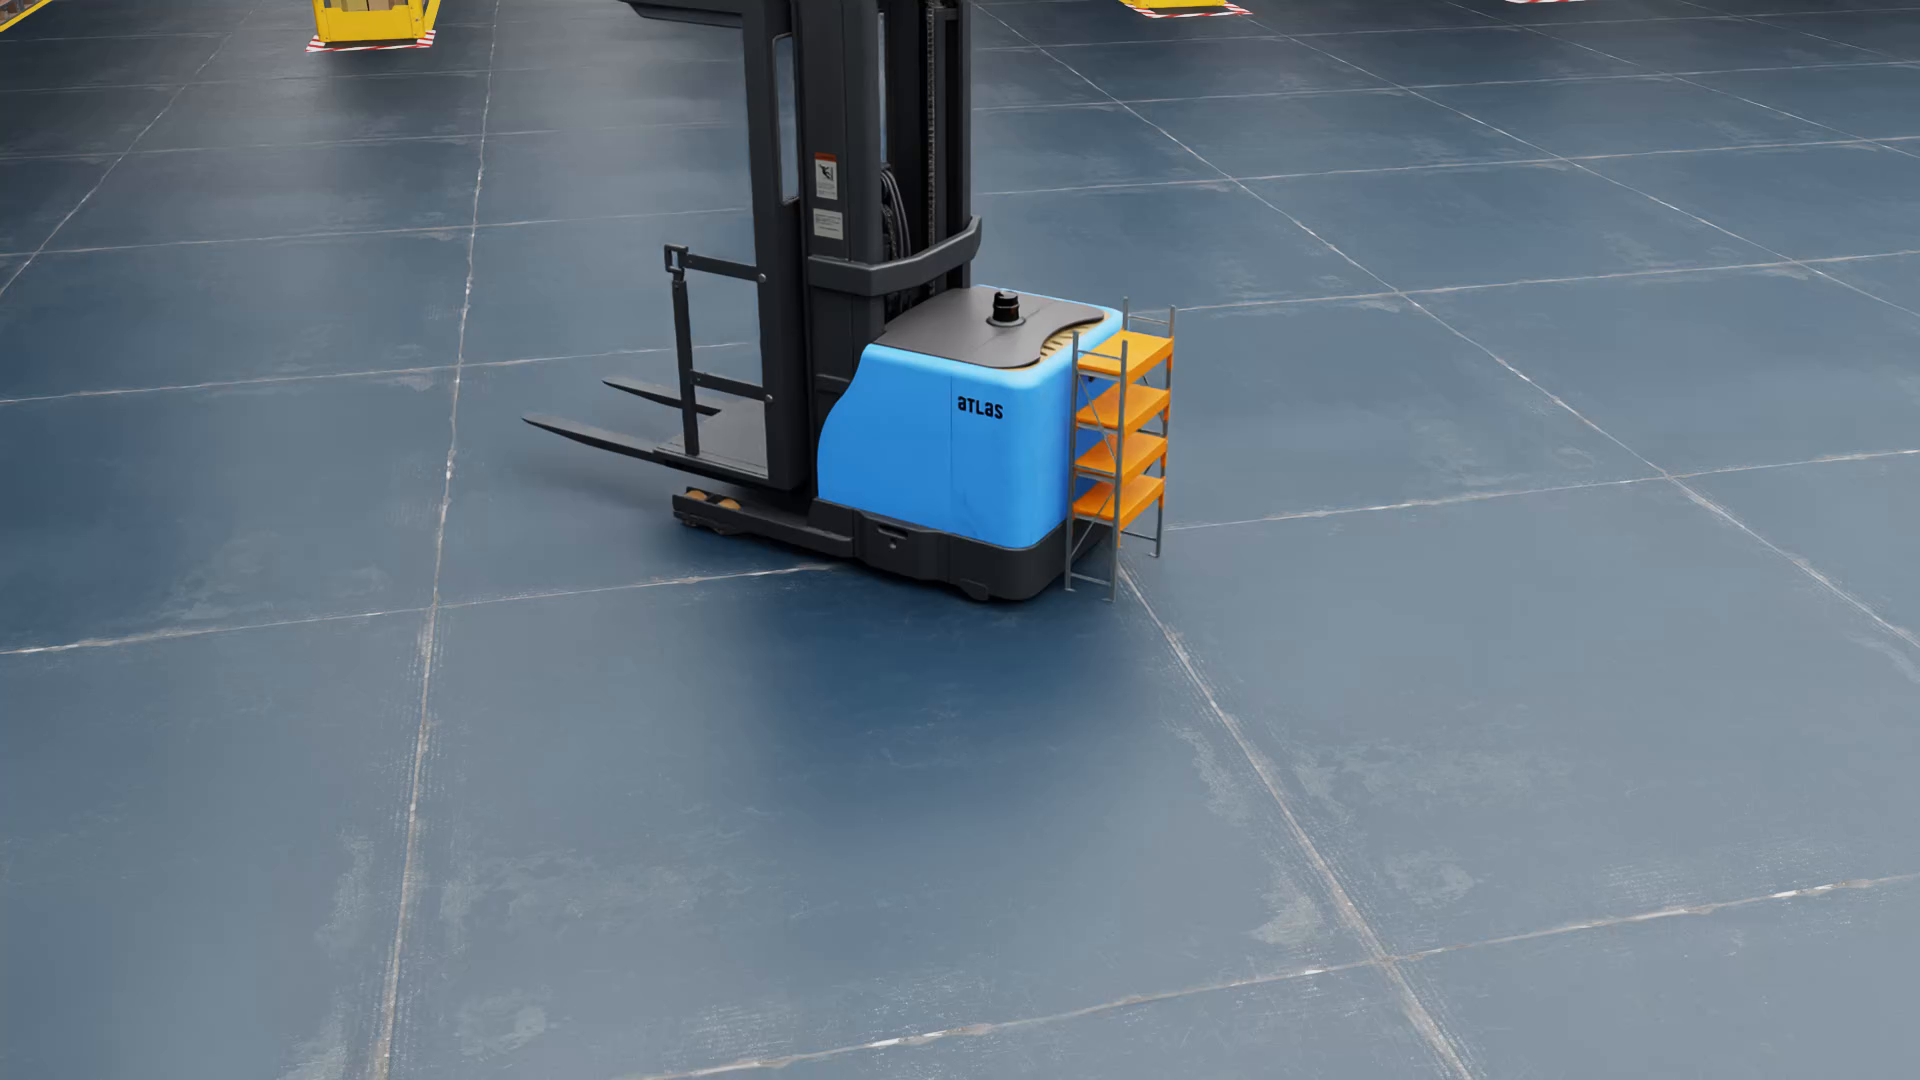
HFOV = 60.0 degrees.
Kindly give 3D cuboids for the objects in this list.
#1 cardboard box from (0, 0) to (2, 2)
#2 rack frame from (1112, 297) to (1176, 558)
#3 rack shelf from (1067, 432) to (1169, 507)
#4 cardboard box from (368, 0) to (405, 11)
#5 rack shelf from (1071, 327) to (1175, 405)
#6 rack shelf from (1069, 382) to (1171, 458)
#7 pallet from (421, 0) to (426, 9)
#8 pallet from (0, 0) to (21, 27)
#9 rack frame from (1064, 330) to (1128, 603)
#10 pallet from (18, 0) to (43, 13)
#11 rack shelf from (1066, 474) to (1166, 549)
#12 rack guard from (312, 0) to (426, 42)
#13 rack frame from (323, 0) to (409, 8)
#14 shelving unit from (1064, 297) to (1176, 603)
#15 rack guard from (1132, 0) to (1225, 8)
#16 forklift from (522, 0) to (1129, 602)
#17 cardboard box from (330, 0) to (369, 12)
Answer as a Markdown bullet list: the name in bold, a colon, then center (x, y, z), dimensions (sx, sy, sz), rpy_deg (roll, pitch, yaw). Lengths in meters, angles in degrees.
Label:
- **cardboard box**: center (-11.962, -6.655, 19.892), dimensions (0.700, 0.500, 0.500), rpy_deg (-8, 28, -15)
- **rack frame**: center (0.810, -0.481, 7.372), dimensions (0.240, 1.200, 0.015), rpy_deg (14, 30, 26)
- **rack shelf**: center (0.688, -0.326, 7.214), dimensions (0.258, 0.148, 0.480), rpy_deg (14, 30, 26)
- **cardboard box**: center (-6.728, -6.407, 19.700), dimensions (0.500, 0.250, 0.500), rpy_deg (-6, 27, -12)
- **rack shelf**: center (0.688, -0.737, 7.006), dimensions (0.258, 0.148, 0.480), rpy_deg (14, 30, 26)
- **rack shelf**: center (0.688, -0.526, 7.113), dimensions (0.258, 0.148, 0.480), rpy_deg (14, 30, 26)
- **pallet**: center (-7.308, -6.810, 21.008), dimensions (1.003, 0.211, 1.213), rpy_deg (-6, 27, -12)
- **pallet**: center (-12.086, -6.367, 20.131), dimensions (1.003, 0.211, 1.213), rpy_deg (-6, 27, -12)
- **rack frame**: center (0.567, -0.291, 6.994), dimensions (0.240, 1.200, 0.015), rpy_deg (14, 30, 26)
- **pallet**: center (-12.365, -6.904, 21.194), dimensions (1.003, 0.211, 1.213), rpy_deg (-6, 27, -12)
- **rack shelf**: center (0.688, -0.149, 7.303), dimensions (0.258, 0.148, 0.480), rpy_deg (14, 30, 26)
- **rack guard**: center (-6.818, -6.062, 19.206), dimensions (1.175, 0.500, 0.348), rpy_deg (-6, 27, -12)
- **rack frame**: center (-6.824, -7.189, 18.664), dimensions (1.000, 3.000, 0.127), rpy_deg (-6, 27, -12)
- **shelving unit**: center (0.688, -0.386, 7.183), dimensions (0.258, 1.200, 0.503), rpy_deg (14, 30, 26)
- **rack guard**: center (2.812, -7.111, 21.283), dimensions (1.175, 0.500, 0.348), rpy_deg (-6, 27, -12)
- **forklift**: center (-0.766, -1.519, 7.506), dimensions (3.031, 2.935, 1.130), rpy_deg (15, 30, 27)
- **cardboard box**: center (-7.232, -6.354, 19.596), dimensions (0.500, 0.250, 0.500), rpy_deg (-6, 27, -12)
